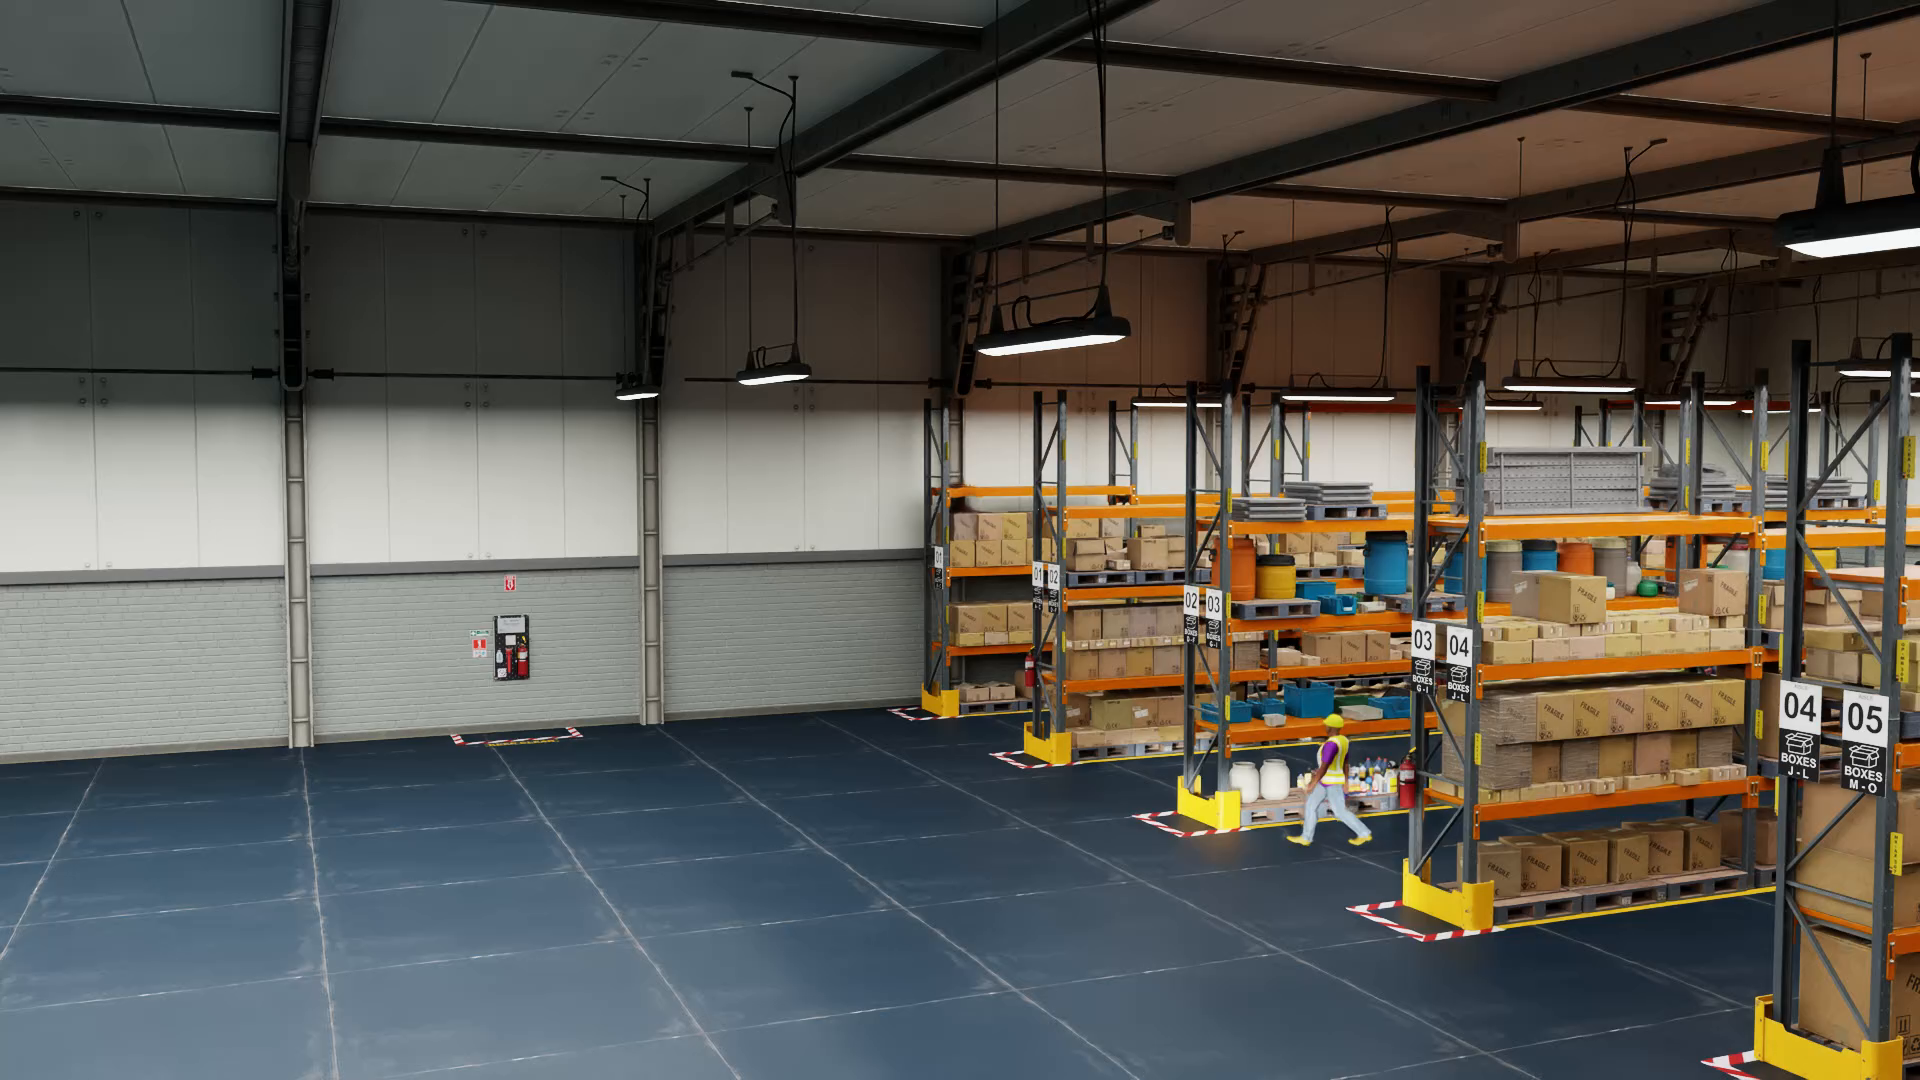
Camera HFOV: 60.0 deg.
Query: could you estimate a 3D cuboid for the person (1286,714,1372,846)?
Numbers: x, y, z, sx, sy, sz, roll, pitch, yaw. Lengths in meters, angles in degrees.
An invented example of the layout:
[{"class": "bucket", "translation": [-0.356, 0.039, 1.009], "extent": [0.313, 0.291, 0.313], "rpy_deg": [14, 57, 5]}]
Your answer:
[{"class": "person", "translation": [4.712, 3.067, 21.103], "extent": [1.039, 1.728, 0.514], "rpy_deg": [0, 3, -2]}]
